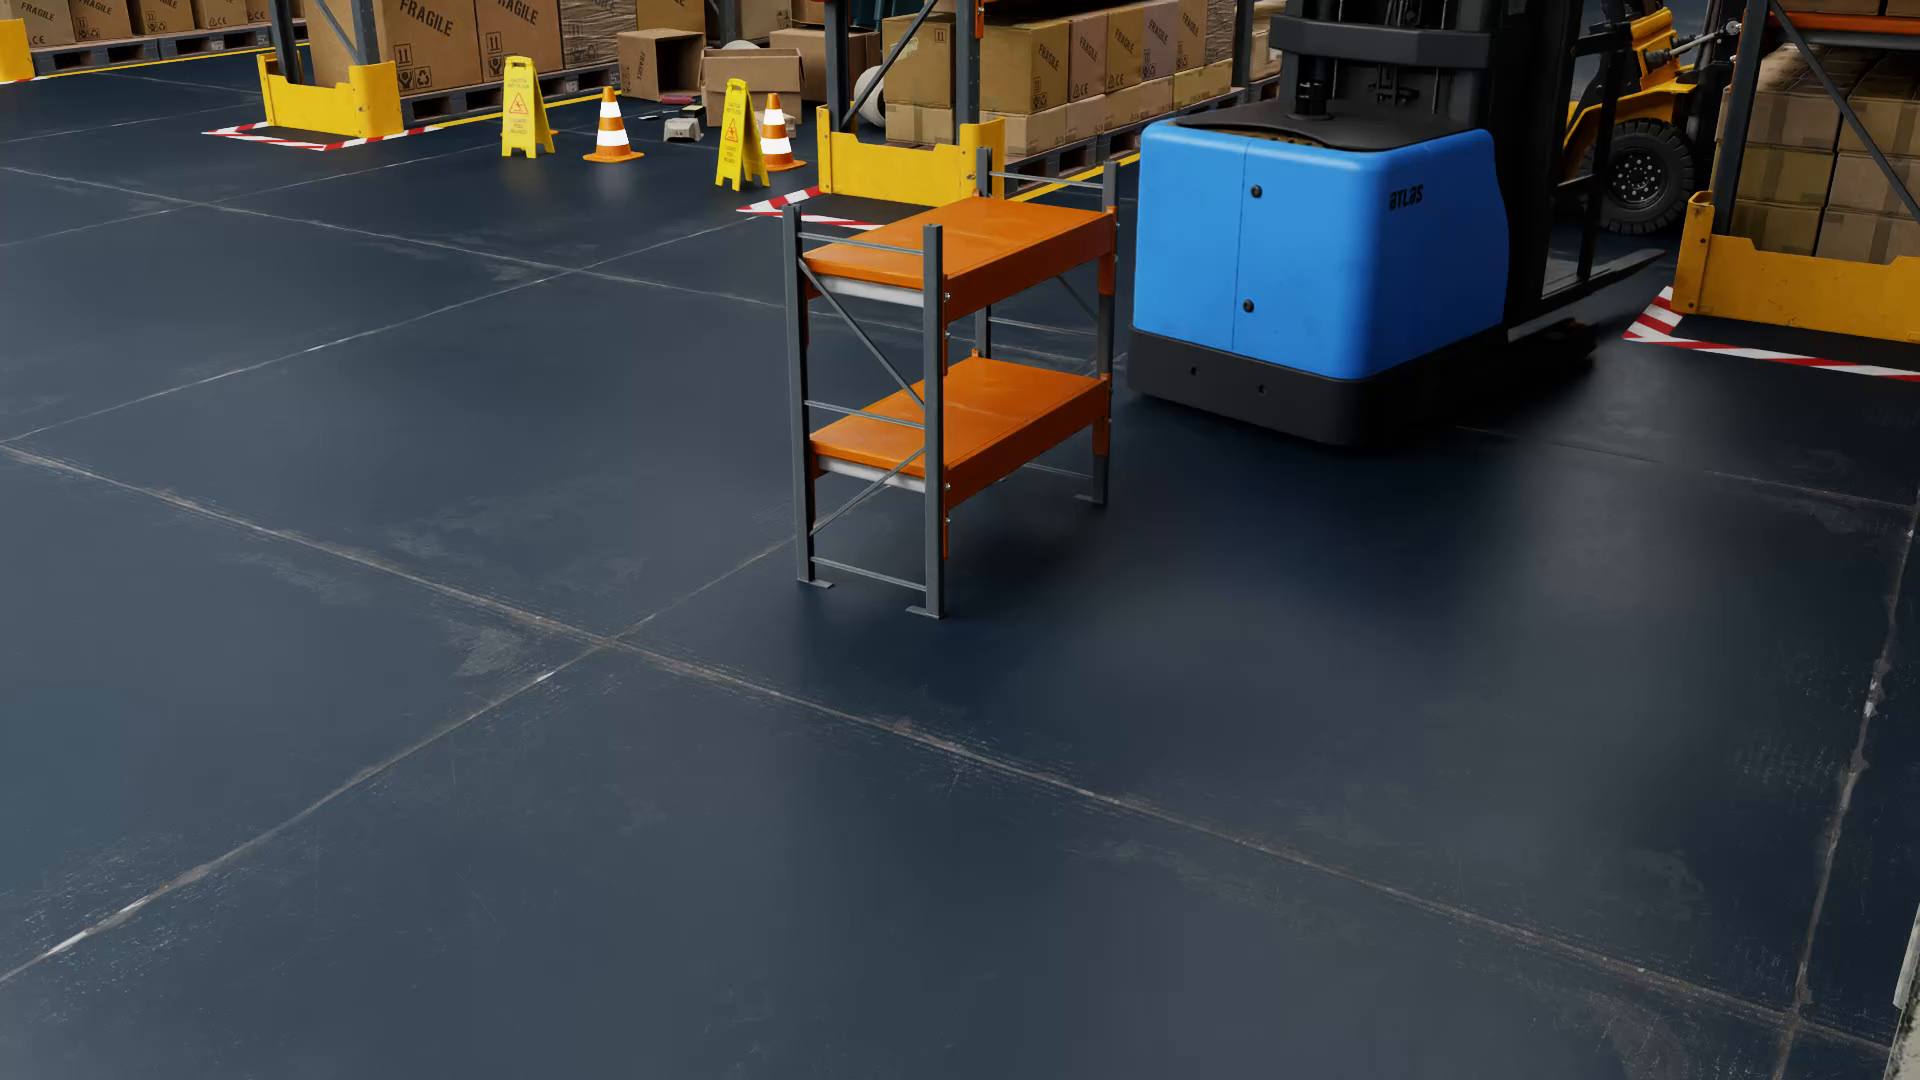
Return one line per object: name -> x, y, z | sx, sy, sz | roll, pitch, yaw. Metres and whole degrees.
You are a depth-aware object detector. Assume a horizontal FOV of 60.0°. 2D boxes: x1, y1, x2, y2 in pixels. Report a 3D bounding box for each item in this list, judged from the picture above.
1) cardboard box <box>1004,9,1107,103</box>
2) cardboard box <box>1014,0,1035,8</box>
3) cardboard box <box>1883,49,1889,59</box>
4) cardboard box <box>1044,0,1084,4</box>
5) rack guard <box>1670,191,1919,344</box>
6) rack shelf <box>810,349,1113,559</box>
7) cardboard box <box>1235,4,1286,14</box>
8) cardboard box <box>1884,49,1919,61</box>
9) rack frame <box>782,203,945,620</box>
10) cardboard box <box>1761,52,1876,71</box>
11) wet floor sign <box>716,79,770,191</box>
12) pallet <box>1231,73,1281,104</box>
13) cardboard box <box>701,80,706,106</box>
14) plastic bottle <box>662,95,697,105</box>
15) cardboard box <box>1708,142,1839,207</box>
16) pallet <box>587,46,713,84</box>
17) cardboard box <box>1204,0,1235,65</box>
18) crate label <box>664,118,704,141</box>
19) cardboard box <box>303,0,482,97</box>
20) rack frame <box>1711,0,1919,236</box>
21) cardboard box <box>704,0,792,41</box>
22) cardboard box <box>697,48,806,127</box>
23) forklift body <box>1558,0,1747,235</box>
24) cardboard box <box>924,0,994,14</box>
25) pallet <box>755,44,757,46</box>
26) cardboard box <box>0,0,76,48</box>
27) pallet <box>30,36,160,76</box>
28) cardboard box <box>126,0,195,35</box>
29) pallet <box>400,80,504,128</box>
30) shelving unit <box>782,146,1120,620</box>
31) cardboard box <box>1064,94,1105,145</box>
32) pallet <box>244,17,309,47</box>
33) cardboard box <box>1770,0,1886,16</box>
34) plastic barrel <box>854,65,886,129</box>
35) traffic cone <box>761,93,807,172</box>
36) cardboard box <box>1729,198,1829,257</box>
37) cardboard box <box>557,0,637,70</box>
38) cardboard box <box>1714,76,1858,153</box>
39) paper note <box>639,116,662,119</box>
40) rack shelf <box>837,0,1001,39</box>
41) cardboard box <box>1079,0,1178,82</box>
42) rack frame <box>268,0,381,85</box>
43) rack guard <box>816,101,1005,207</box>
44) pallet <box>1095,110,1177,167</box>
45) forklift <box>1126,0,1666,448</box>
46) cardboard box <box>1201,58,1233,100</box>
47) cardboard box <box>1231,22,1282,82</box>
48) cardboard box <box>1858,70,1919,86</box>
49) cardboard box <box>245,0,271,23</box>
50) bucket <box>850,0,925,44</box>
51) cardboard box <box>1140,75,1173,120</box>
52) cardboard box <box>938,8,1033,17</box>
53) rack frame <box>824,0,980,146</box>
cardboard box -> 0.603, -3.096, 10.615 | 0.500, 0.500, 0.500 | 13, 26, 27
cardboard box -> 0.272, -3.630, 11.032 | 0.380, 0.149, 0.250 | 15, 28, 31
cardboard box -> 4.935, -2.684, 9.348 | 0.500, 0.250, 0.500 | 15, 28, 31
cardboard box -> 0.681, -3.546, 11.655 | 0.500, 0.500, 0.500 | 15, 28, 32
rack guard -> 3.865, -1.227, 7.456 | 1.175, 0.500, 0.348 | 14, 27, 29
rack shelf -> 0.004, -0.294, 5.129 | 0.538, 0.278, 1.000 | 14, 27, 29
cardboard box -> 2.785, -4.414, 14.450 | 0.950, 0.372, 0.625 | 15, 28, 31
cardboard box -> 5.102, -2.402, 8.698 | 0.500, 0.250, 0.500 | 13, 27, 28
rack frame -> -0.265, -0.347, 4.635 | 0.500, 1.125, 0.032 | 14, 27, 29
cardboard box -> 4.378, -2.339, 8.551 | 0.500, 0.250, 0.500 | 14, 27, 30
wet floor sign -> -1.351, -2.501, 10.216 | 0.232, 0.644, 0.267 | -17, 29, -35
pallet -> 2.178, -3.755, 13.658 | 1.003, 0.211, 1.213 | 14, 27, 29
cardboard box -> -1.832, -3.554, 13.126 | 0.396, 0.266, 0.258 | 20, 30, 38
plastic bottle -> -2.231, -3.520, 13.305 | 0.283, 0.061, 0.133 | 5, 24, 11
cardboard box -> 3.869, -1.773, 7.872 | 0.500, 0.250, 0.500 | 13, 27, 28
pallet -> -2.958, -4.255, 14.813 | 1.003, 0.211, 1.213 | 14, 27, 29
cardboard box -> 1.685, -3.791, 12.219 | 0.500, 0.500, 0.500 | 13, 27, 28
crate label -> -1.971, -2.920, 11.822 | 0.250, 0.136, 0.298 | 1, 23, 2
cardboard box -> -4.298, -3.885, 12.595 | 0.875, 0.875, 0.875 | 14, 27, 29
rack frame -> 3.878, -2.383, 6.978 | 1.000, 3.000, 0.127 | 14, 27, 29
cardboard box -> -2.239, -5.164, 15.705 | 1.050, 0.750, 0.750 | 14, 27, 29
cardboard box -> -1.566, -3.399, 12.469 | 0.797, 0.503, 0.637 | -3, 24, -7
forklift body -> 3.328, -3.015, 9.508 | 2.313, 2.155, 1.214 | 14, 27, 29
cardboard box -> -0.004, -3.457, 10.633 | 0.380, 0.149, 0.250 | 15, 27, 30
pallet -> -1.504, -5.185, 16.961 | 1.003, 0.211, 1.213 | 14, 27, 29
cardboard box -> -8.417, -4.751, 15.067 | 0.500, 0.500, 0.500 | 20, 30, 38
pallet -> -8.262, -4.511, 15.405 | 1.003, 0.211, 1.213 | 14, 27, 29
cardboard box -> -7.784, -5.167, 16.029 | 0.500, 0.500, 0.500 | 17, 29, 34
pallet -> -4.245, -3.431, 12.911 | 1.003, 0.211, 1.213 | 14, 27, 29
shelving unit -> 0.004, -0.518, 5.032 | 0.538, 1.125, 1.048 | 14, 27, 29
cardboard box -> 0.595, -2.737, 10.730 | 0.500, 0.250, 0.500 | 15, 28, 31
pallet -> -6.975, -5.335, 17.307 | 1.003, 0.211, 1.213 | 14, 27, 29
cardboard box -> 3.914, -2.650, 7.469 | 0.500, 0.500, 0.500 | 13, 27, 28
plastic barrel -> -0.538, -3.254, 12.233 | 0.421, 0.421, 0.512 | -7, 24, -17
traffic cone -> -1.210, -2.673, 10.842 | 0.336, 0.463, 0.334 | 14, 27, 29
cardboard box -> 3.857, -1.538, 7.960 | 0.500, 0.250, 0.500 | 14, 27, 29
cardboard box -> -3.353, -4.490, 13.992 | 0.875, 0.875, 0.875 | 14, 27, 29
cardboard box -> 3.856, -1.993, 7.752 | 0.500, 0.250, 0.500 | 15, 28, 31
paper note -> -2.352, -3.221, 12.654 | 0.142, 0.017, 0.144 | -17, 29, -35
rack shelf -> 0.714, -3.766, 11.080 | 1.077, 0.370, 4.000 | 14, 27, 29
cardboard box -> 1.150, -3.446, 11.424 | 0.500, 0.500, 0.500 | 15, 28, 32
rack frame -> -4.600, -4.425, 11.695 | 1.000, 3.000, 0.127 | 14, 27, 29
rack guard -> -0.301, -2.300, 9.934 | 1.175, 0.500, 0.348 | 14, 27, 29
pallet -> 0.802, -2.844, 11.555 | 1.003, 0.211, 1.213 | 14, 27, 29
forklift -> 2.034, -2.165, 6.561 | 1.130, 2.935, 3.031 | 21, 31, 40
cardboard box -> 1.685, -3.447, 12.368 | 0.500, 0.250, 0.500 | 15, 28, 31
cardboard box -> 2.043, -3.936, 13.345 | 0.950, 0.372, 0.625 | 14, 27, 30
cardboard box -> 4.552, -2.064, 7.917 | 0.500, 0.250, 0.500 | 14, 27, 29
cardboard box -> -7.191, -5.572, 16.964 | 0.500, 0.500, 0.500 | -18, 29, -36
bucket -> -0.603, -4.441, 13.940 | 0.620, 0.611, 0.726 | -6, 22, -39
cardboard box -> 1.141, -3.094, 11.554 | 0.500, 0.250, 0.500 | 14, 27, 30
cardboard box -> 0.132, -3.199, 10.851 | 0.500, 0.500, 0.500 | 15, 28, 31
rack frame -> -0.341, -3.422, 9.378 | 1.000, 3.000, 0.127 | 14, 27, 29
